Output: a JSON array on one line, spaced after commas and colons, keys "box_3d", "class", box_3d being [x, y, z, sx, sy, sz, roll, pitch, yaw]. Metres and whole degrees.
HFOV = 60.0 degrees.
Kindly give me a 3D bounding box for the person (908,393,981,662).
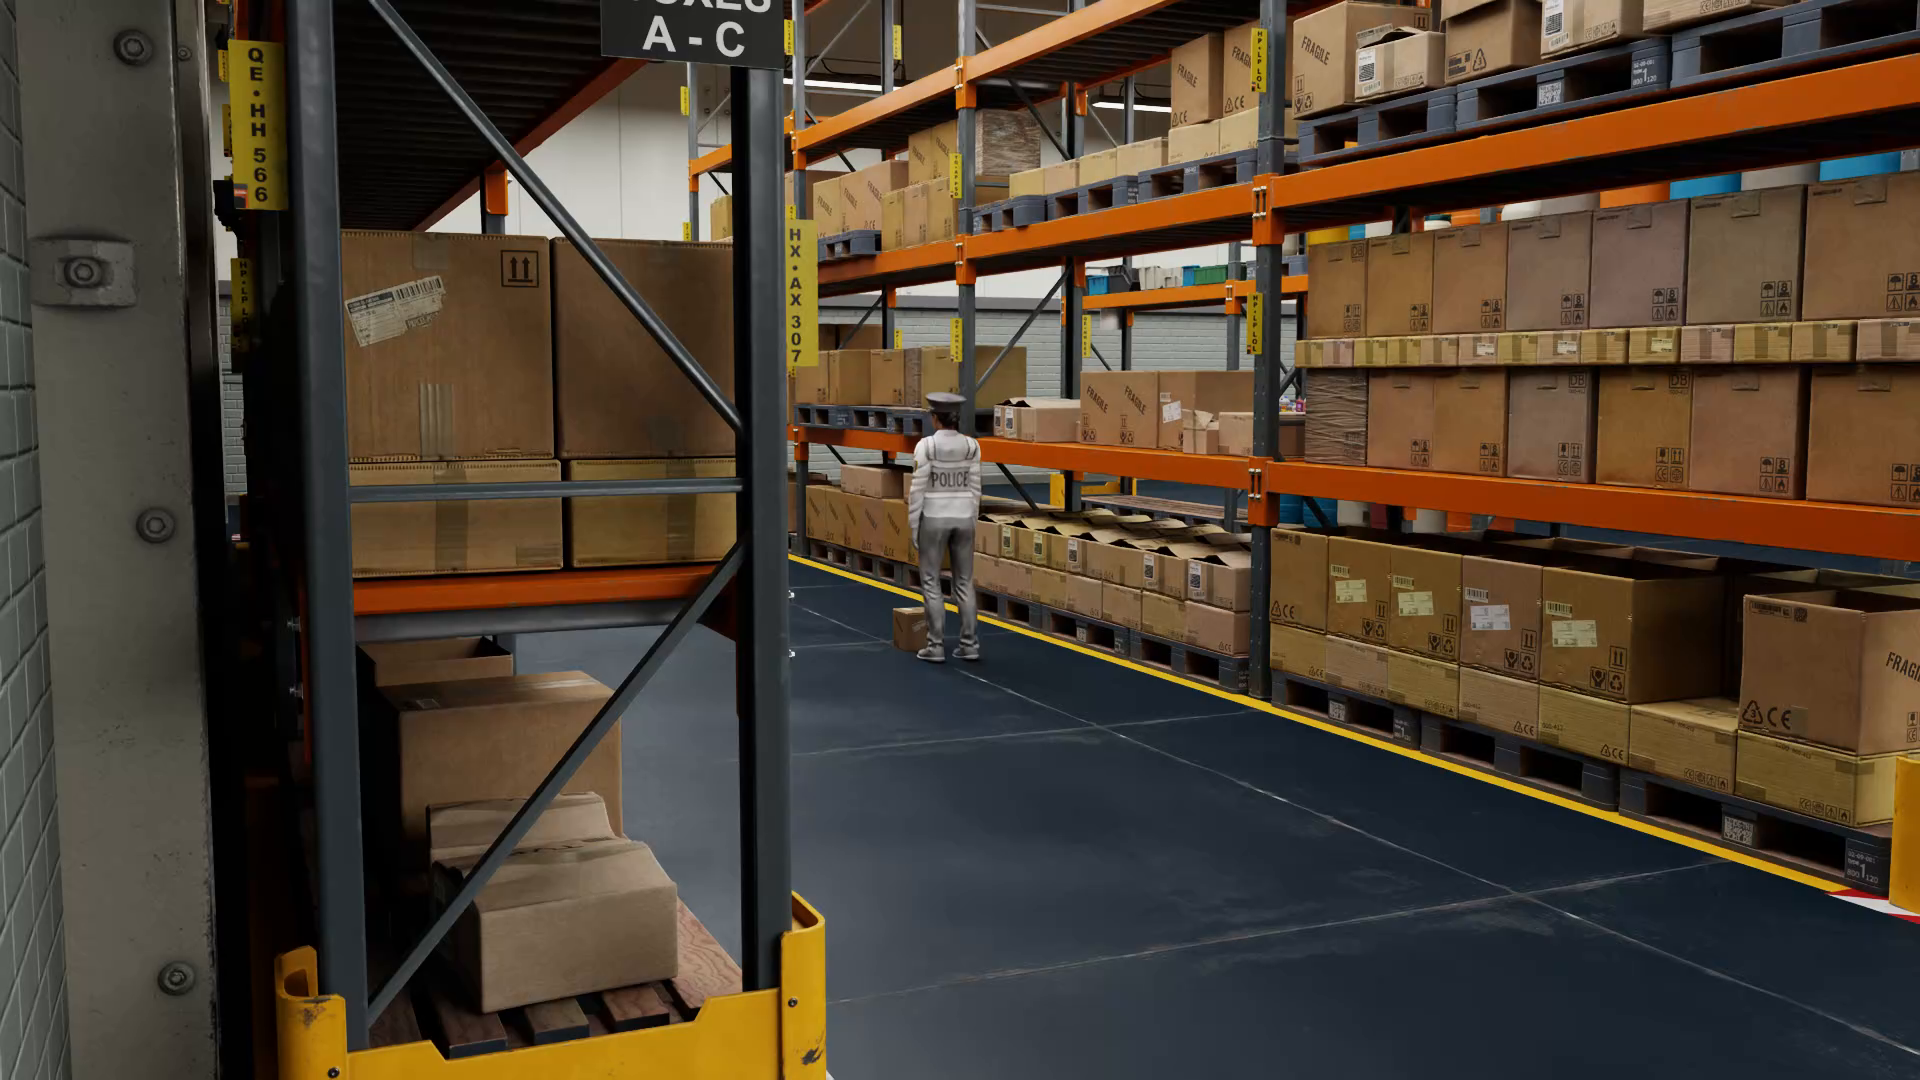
[{"box_3d": [-0.103, -0.078, 10.329, 0.468, 1.669, 0.329, -2, 6, -22], "class": "person"}]
